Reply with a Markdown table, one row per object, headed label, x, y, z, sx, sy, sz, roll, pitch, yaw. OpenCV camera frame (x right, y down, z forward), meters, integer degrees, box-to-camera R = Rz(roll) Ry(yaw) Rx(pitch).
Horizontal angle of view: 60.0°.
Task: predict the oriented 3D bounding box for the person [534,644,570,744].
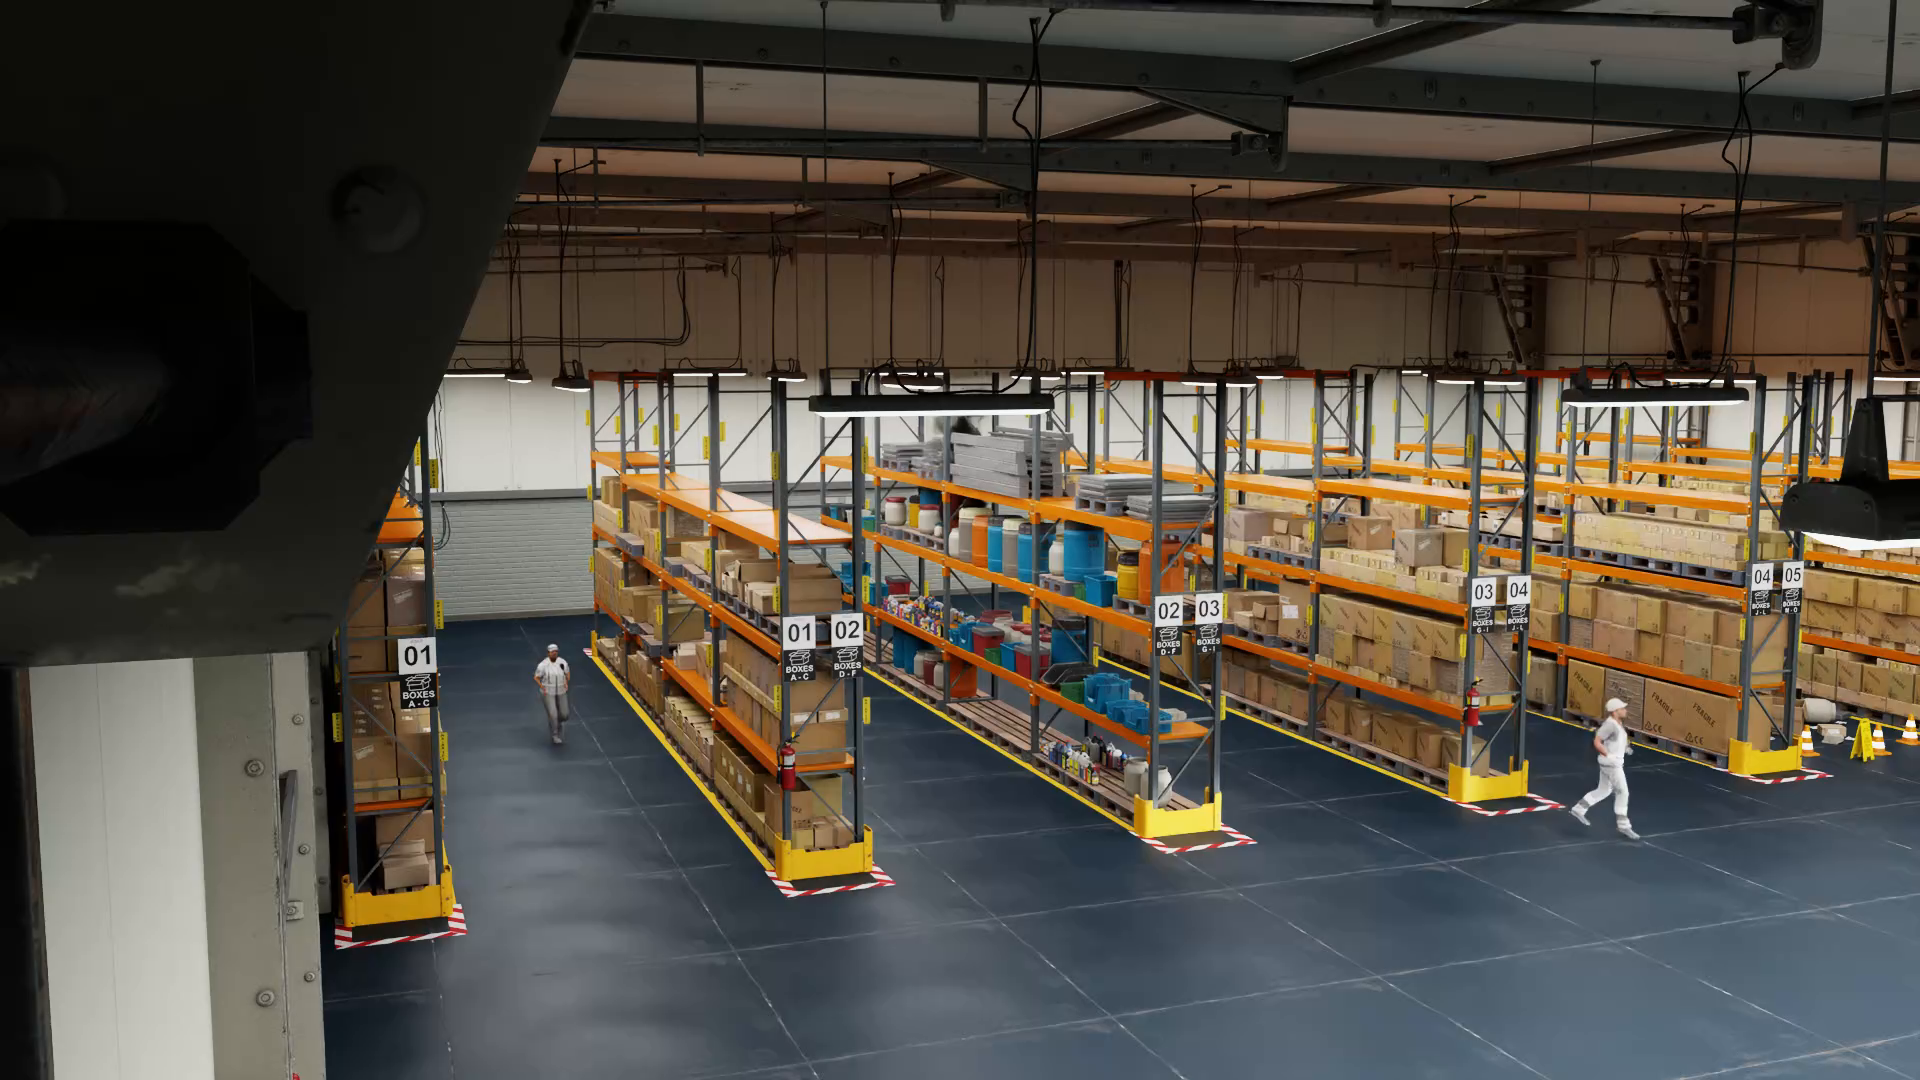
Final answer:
| label | x | y | z | sx | sy | sz | roll | pitch | yaw |
| --- | --- | --- | --- | --- | --- | --- | --- | --- | --- |
| person | -6.648 | 2.497 | 27.186 | 0.594 | 1.622 | 0.556 | -3 | 7 | -28 |

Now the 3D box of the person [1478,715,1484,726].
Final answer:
| label | x | y | z | sx | sy | sz | roll | pitch | yaw |
| --- | --- | --- | --- | --- | --- | --- | --- | --- | --- |
| person | 8.808 | 2.317 | 28.735 | 0.591 | 1.666 | 0.850 | -3 | 7 | -22 |

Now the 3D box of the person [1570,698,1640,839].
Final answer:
| label | x | y | z | sx | sy | sz | roll | pitch | yaw |
| --- | --- | --- | --- | --- | --- | --- | --- | --- | --- |
| person | 8.564 | 2.981 | 21.990 | 0.888 | 1.819 | 0.677 | 3 | 7 | 23 |
